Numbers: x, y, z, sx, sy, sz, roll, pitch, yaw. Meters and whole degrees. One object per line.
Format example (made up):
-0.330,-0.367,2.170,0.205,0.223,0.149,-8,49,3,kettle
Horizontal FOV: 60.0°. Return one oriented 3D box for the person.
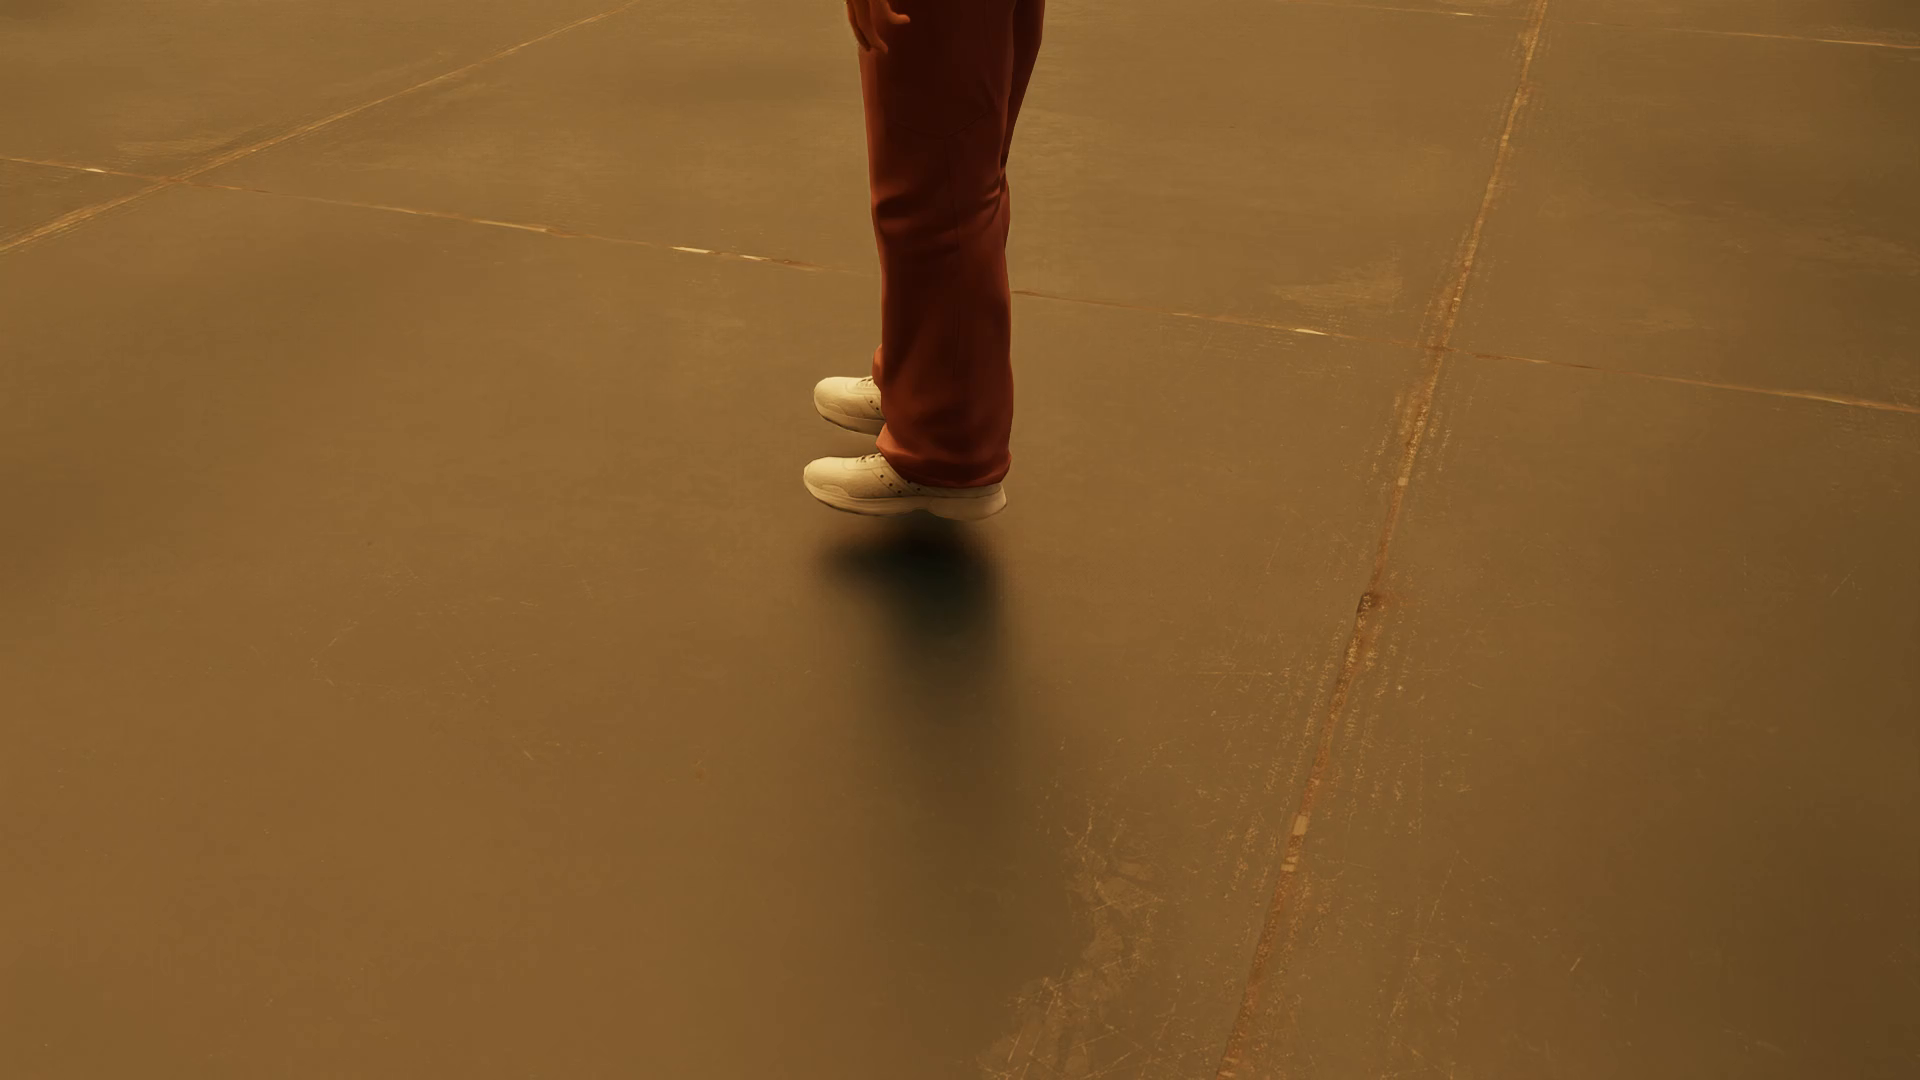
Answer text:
-0.065,-0.788,2.095,0.548,1.675,0.552,10,31,18,person
